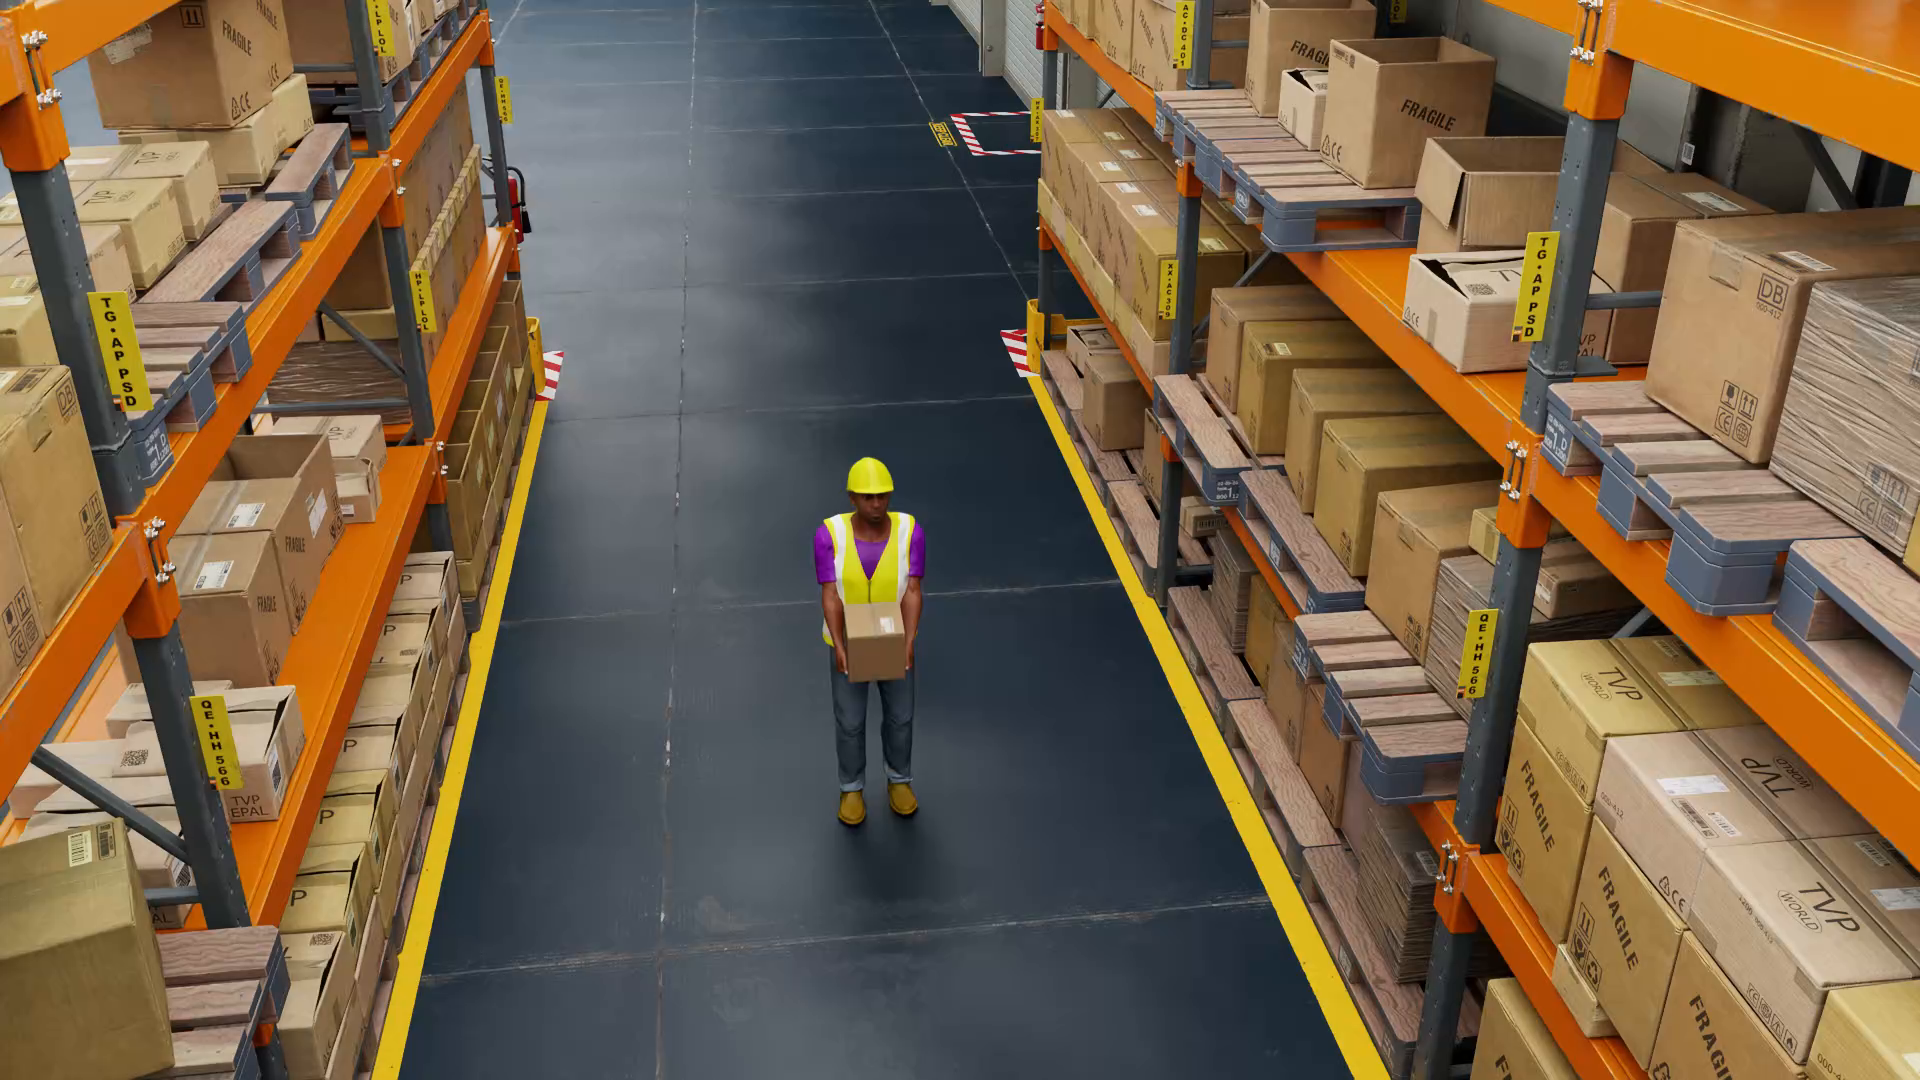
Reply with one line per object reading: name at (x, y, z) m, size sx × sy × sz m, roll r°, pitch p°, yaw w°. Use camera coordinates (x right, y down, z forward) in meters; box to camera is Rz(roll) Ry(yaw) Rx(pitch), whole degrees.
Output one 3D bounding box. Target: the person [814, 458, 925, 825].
person at (-0.390, 0.503, 7.610) m, size 0.502 × 1.761 × 0.577 m, roll -3°, pitch 27°, yaw -7°
